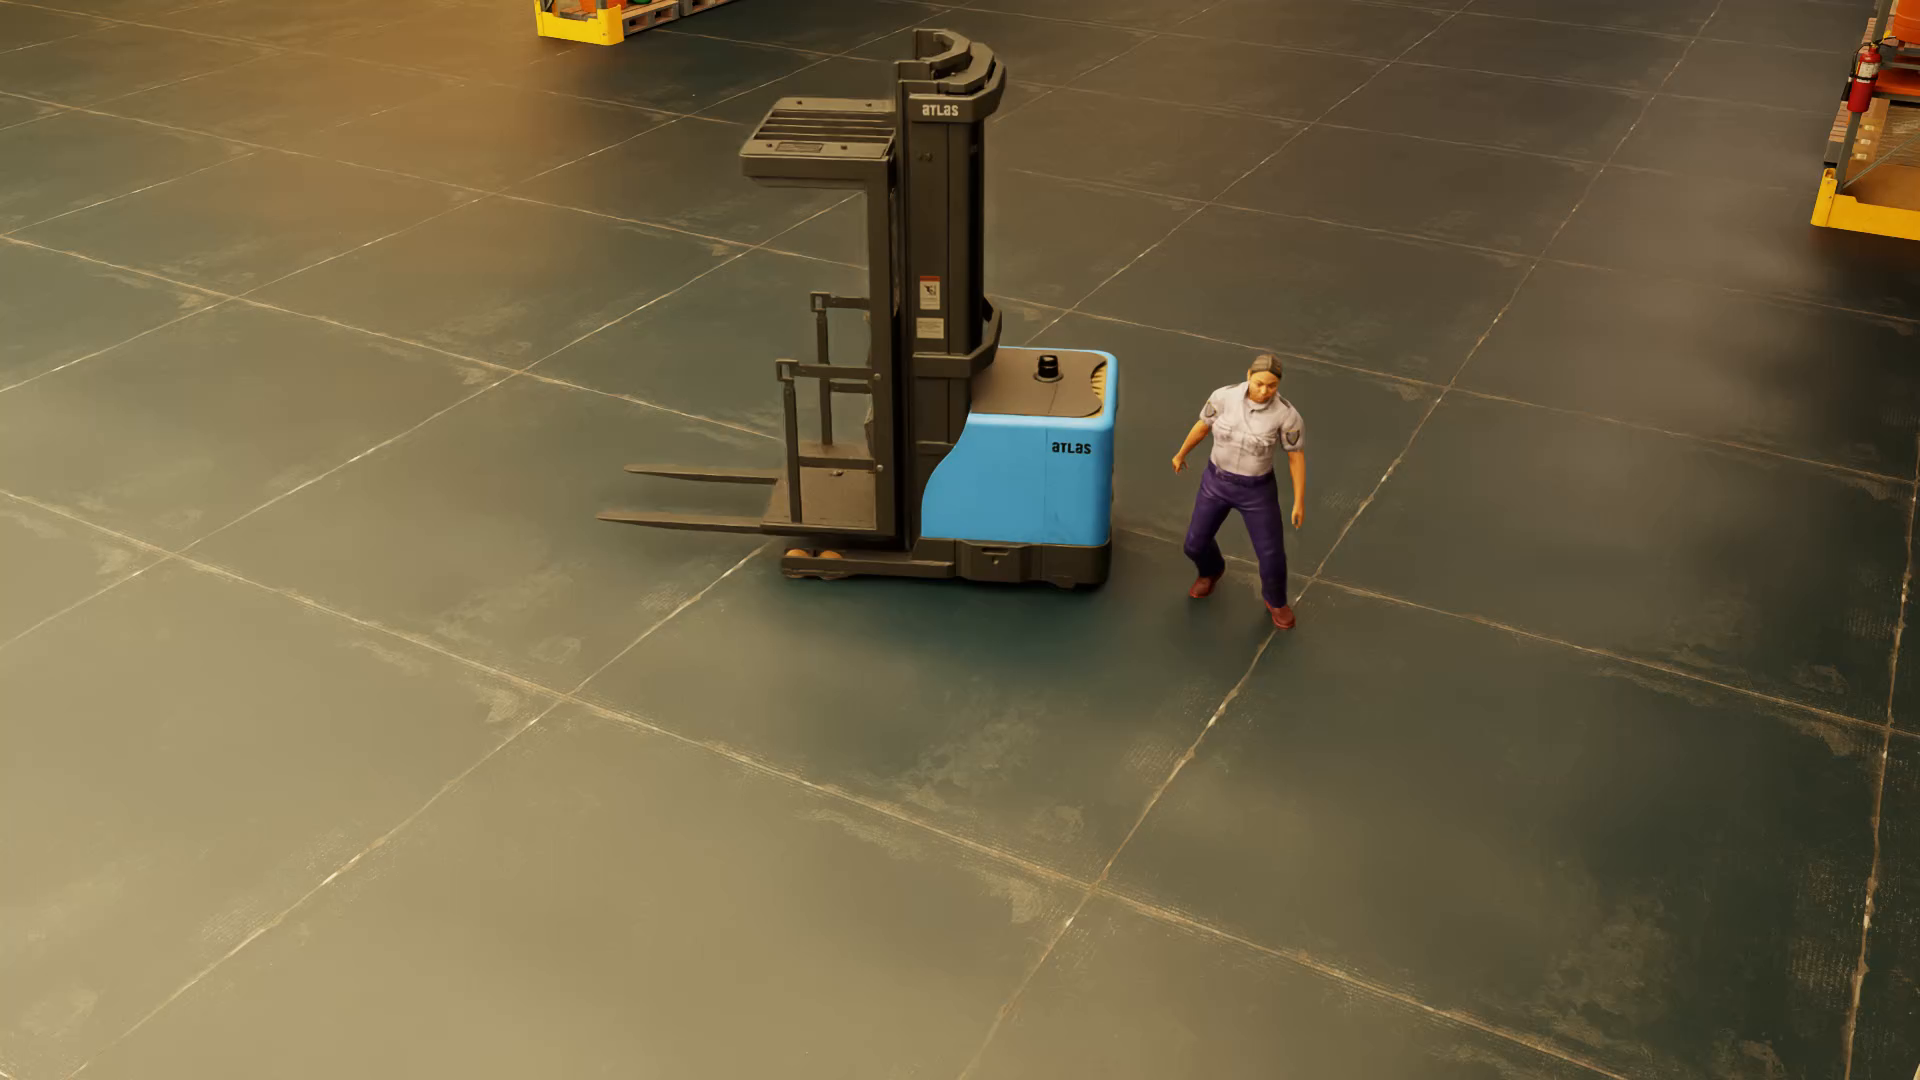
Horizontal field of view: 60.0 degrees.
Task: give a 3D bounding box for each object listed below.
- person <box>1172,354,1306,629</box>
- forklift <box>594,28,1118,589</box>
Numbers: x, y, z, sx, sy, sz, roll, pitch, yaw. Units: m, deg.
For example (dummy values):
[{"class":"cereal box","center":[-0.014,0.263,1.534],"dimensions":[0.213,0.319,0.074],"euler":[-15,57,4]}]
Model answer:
[{"class":"person","center":[1.517,-0.317,9.003],"dimensions":[0.818,1.585,0.465],"euler":[16,34,26]},{"class":"forklift","center":[-0.614,-1.296,9.315],"dimensions":[3.031,2.935,1.130],"euler":[3,30,5]}]
